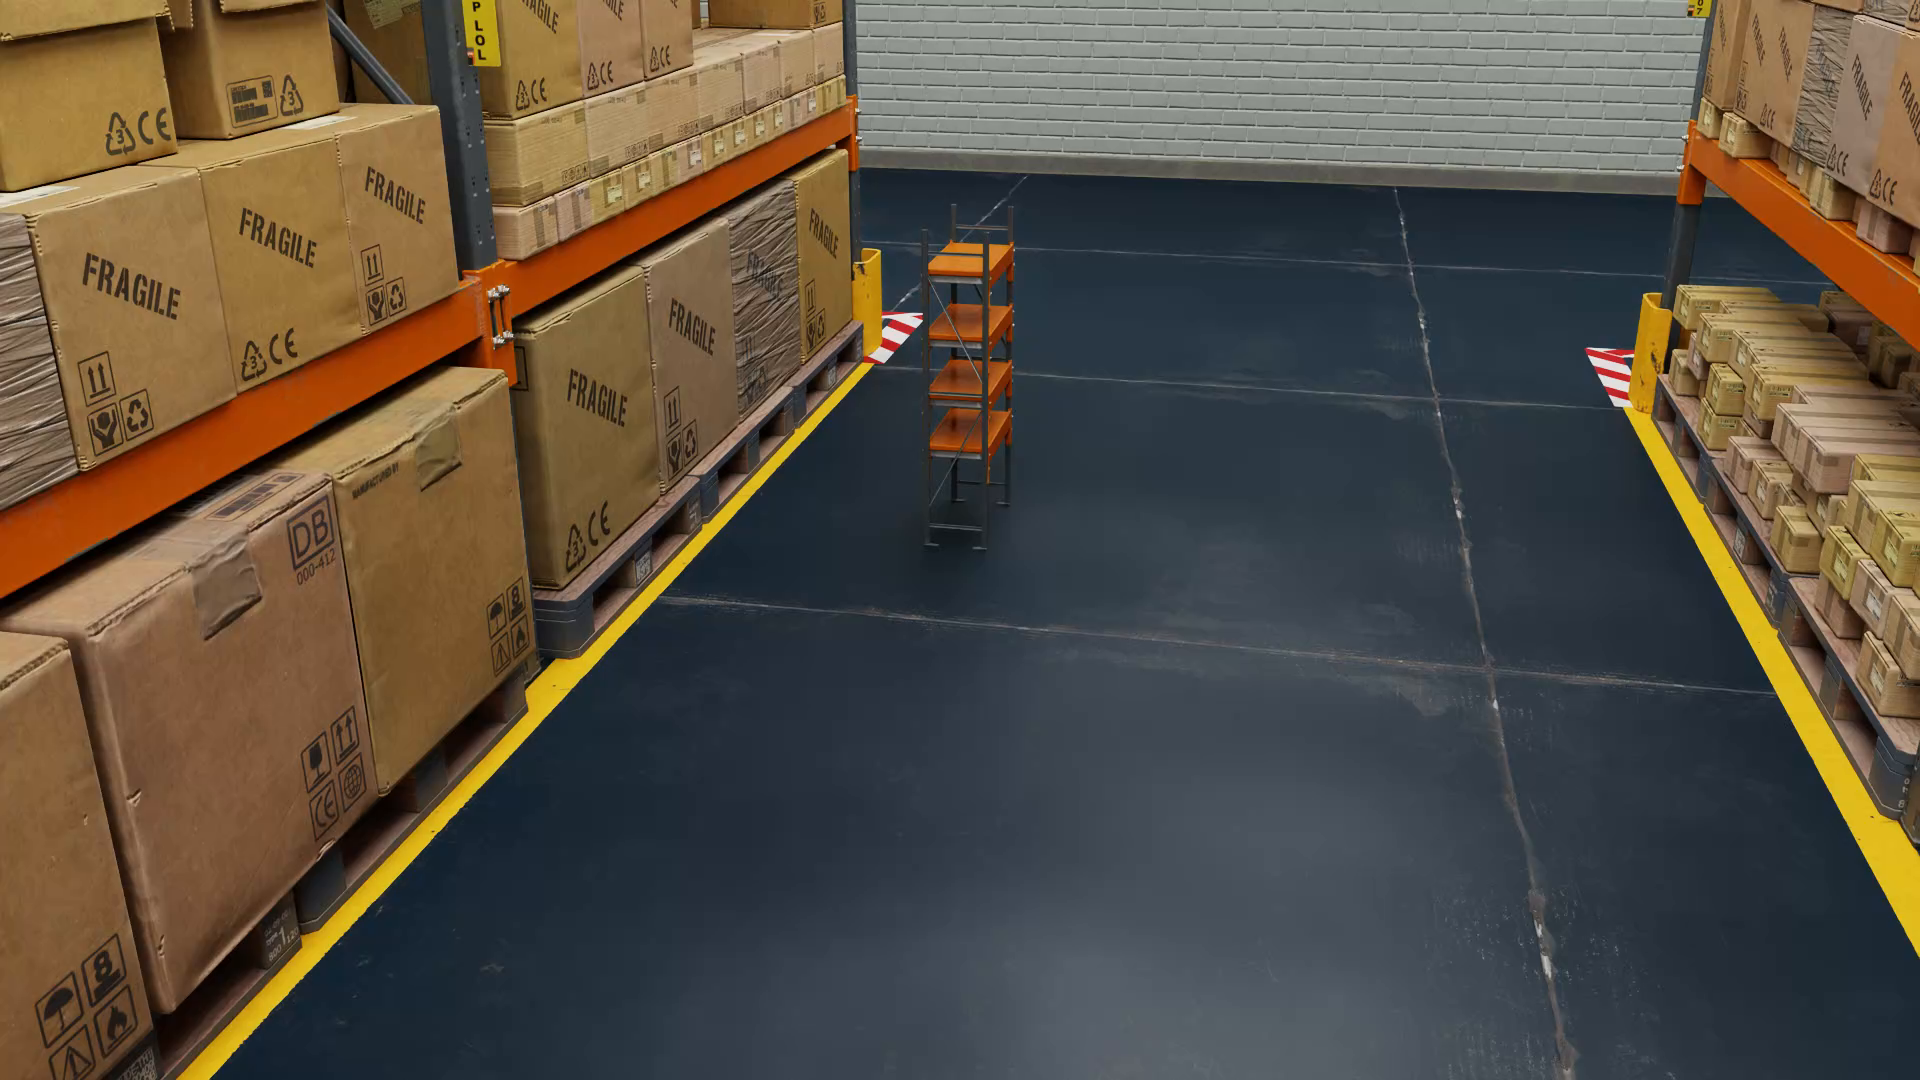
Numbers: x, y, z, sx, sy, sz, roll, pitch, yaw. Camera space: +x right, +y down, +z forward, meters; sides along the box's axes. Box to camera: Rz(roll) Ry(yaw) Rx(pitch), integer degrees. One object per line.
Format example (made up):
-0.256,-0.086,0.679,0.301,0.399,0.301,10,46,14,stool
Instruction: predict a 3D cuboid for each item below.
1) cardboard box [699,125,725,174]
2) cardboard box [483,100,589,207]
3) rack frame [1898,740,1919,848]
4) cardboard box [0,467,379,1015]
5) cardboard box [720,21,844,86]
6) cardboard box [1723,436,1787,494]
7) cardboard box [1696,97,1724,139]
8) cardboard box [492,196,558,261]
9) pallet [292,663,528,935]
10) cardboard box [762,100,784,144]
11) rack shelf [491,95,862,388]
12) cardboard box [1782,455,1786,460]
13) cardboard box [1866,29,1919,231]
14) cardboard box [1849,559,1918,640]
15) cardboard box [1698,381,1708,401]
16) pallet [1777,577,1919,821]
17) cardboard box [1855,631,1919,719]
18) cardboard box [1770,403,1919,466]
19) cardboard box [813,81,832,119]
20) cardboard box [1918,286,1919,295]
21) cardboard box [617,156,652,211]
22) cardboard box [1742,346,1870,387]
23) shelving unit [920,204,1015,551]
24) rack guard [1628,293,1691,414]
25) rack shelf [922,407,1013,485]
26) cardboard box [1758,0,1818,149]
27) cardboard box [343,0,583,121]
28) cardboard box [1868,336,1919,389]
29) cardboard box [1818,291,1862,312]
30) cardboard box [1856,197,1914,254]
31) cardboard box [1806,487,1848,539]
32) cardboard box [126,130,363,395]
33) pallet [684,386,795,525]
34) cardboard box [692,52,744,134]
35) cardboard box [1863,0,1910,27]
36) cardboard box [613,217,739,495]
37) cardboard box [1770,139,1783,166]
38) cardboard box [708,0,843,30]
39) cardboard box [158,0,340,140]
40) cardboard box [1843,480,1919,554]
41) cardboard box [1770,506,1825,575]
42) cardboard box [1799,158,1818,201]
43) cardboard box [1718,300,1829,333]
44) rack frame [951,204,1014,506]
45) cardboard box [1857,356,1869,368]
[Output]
-1.134,-1.522,6.455,0.380,0.149,0.250,4,22,9,cardboard box
-1.485,-1.206,5.136,0.500,0.250,0.500,4,22,10,cardboard box
2.998,-0.571,3.756,1.000,3.000,0.127,4,22,11,rack frame
-2.129,0.367,3.708,1.225,0.875,0.875,4,22,9,cardboard box
-0.860,-2.320,7.901,0.500,0.250,0.500,4,22,10,cardboard box
3.123,-0.275,6.276,0.380,0.149,0.250,3,22,8,cardboard box
3.427,-1.824,7.203,0.380,0.149,0.250,4,22,10,cardboard box
-1.451,-0.952,5.039,0.380,0.149,0.250,5,22,11,cardboard box
-1.921,0.595,4.592,1.003,0.211,1.213,4,22,11,pallet
-0.978,-1.803,7.152,0.380,0.149,0.250,4,22,10,cardboard box
-1.429,-1.384,6.737,1.077,0.370,4.000,4,22,11,rack shelf
3.247,-0.388,6.157,0.380,0.149,0.250,6,23,14,cardboard box
2.927,-1.144,4.646,0.500,0.500,0.500,4,22,9,cardboard box
2.794,0.179,4.749,0.380,0.149,0.250,3,22,8,cardboard box
3.421,-0.637,7.174,0.380,0.149,0.250,4,22,11,cardboard box
3.100,0.474,4.893,1.003,0.211,1.213,4,22,11,pallet
2.745,0.387,4.631,0.380,0.149,0.250,5,22,12,cardboard box
3.010,-0.352,5.670,0.380,0.149,0.250,4,22,9,cardboard box
-0.822,-2.082,7.844,0.380,0.149,0.250,5,22,11,cardboard box
2.773,-0.679,4.361,0.380,0.149,0.250,4,22,9,cardboard box
-1.292,-1.241,5.756,0.380,0.149,0.250,4,22,9,cardboard box
3.224,-0.626,6.351,0.380,0.149,0.250,5,23,13,cardboard box
0.034,-0.617,6.280,0.258,1.200,0.503,4,22,11,shelving unit
3.799,-0.846,7.786,1.175,0.500,0.348,4,22,11,rack guard
0.034,-0.371,6.379,0.258,0.148,0.480,4,22,11,rack shelf
3.256,-1.699,6.025,0.500,0.500,0.500,5,22,12,cardboard box
-1.489,-1.558,5.005,0.500,0.500,0.500,4,22,11,cardboard box
3.803,-0.687,6.503,0.380,0.149,0.250,4,22,9,cardboard box
3.954,-0.969,7.203,0.380,0.149,0.250,5,22,12,cardboard box
2.989,-0.966,5.074,0.380,0.149,0.250,3,22,9,cardboard box
3.012,-0.099,5.440,0.380,0.149,0.250,5,22,12,cardboard box
-1.773,-0.660,3.843,0.500,0.500,0.500,5,23,13,cardboard box
-1.358,-0.412,7.094,1.003,0.211,1.213,4,22,11,pallet
-1.170,-1.757,6.504,0.500,0.250,0.500,4,22,11,cardboard box
3.048,-1.787,4.905,0.500,0.500,0.500,5,22,12,cardboard box
-1.440,-0.760,6.506,0.875,0.875,0.875,4,22,11,cardboard box
3.390,-1.528,6.469,0.380,0.149,0.250,6,23,13,cardboard box
-0.863,-2.667,7.759,0.500,0.500,0.500,5,22,12,cardboard box
-1.959,-1.263,3.999,0.797,0.503,0.637,4,22,10,cardboard box
2.873,-0.057,4.938,0.380,0.149,0.250,4,22,10,cardboard box
2.956,0.009,5.571,0.380,0.149,0.250,4,22,11,cardboard box
3.159,-1.249,5.777,0.380,0.149,0.250,5,23,13,cardboard box
3.436,-0.906,7.047,0.380,0.149,0.250,5,22,12,cardboard box
0.084,-0.706,6.501,0.240,1.200,0.015,4,22,11,rack frame
3.882,-0.639,6.781,0.380,0.149,0.250,4,22,9,cardboard box
